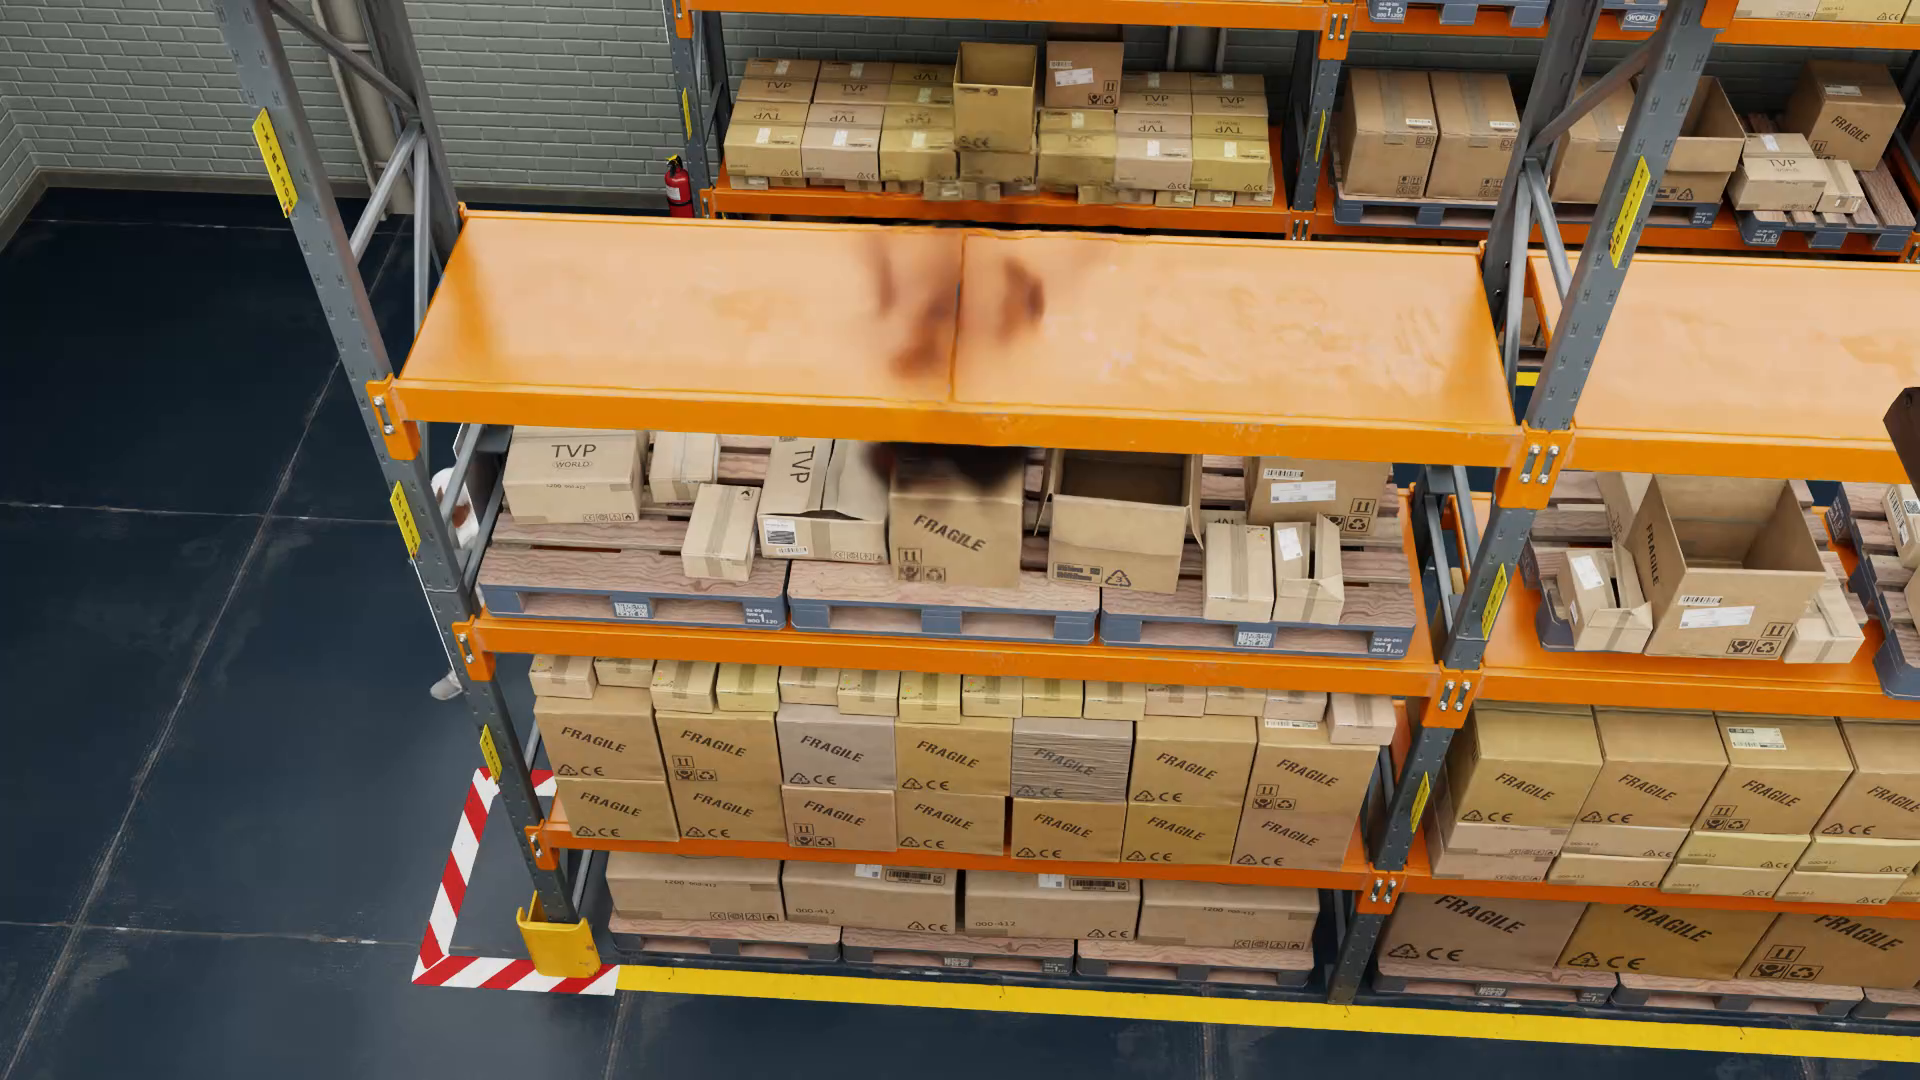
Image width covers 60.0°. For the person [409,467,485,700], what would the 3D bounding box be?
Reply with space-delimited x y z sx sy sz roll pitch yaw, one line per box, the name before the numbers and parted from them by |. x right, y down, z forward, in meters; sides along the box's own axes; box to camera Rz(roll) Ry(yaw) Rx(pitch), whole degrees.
person | -2.619 0.253 8.929 0.828 1.818 0.739 -16 50 -14
